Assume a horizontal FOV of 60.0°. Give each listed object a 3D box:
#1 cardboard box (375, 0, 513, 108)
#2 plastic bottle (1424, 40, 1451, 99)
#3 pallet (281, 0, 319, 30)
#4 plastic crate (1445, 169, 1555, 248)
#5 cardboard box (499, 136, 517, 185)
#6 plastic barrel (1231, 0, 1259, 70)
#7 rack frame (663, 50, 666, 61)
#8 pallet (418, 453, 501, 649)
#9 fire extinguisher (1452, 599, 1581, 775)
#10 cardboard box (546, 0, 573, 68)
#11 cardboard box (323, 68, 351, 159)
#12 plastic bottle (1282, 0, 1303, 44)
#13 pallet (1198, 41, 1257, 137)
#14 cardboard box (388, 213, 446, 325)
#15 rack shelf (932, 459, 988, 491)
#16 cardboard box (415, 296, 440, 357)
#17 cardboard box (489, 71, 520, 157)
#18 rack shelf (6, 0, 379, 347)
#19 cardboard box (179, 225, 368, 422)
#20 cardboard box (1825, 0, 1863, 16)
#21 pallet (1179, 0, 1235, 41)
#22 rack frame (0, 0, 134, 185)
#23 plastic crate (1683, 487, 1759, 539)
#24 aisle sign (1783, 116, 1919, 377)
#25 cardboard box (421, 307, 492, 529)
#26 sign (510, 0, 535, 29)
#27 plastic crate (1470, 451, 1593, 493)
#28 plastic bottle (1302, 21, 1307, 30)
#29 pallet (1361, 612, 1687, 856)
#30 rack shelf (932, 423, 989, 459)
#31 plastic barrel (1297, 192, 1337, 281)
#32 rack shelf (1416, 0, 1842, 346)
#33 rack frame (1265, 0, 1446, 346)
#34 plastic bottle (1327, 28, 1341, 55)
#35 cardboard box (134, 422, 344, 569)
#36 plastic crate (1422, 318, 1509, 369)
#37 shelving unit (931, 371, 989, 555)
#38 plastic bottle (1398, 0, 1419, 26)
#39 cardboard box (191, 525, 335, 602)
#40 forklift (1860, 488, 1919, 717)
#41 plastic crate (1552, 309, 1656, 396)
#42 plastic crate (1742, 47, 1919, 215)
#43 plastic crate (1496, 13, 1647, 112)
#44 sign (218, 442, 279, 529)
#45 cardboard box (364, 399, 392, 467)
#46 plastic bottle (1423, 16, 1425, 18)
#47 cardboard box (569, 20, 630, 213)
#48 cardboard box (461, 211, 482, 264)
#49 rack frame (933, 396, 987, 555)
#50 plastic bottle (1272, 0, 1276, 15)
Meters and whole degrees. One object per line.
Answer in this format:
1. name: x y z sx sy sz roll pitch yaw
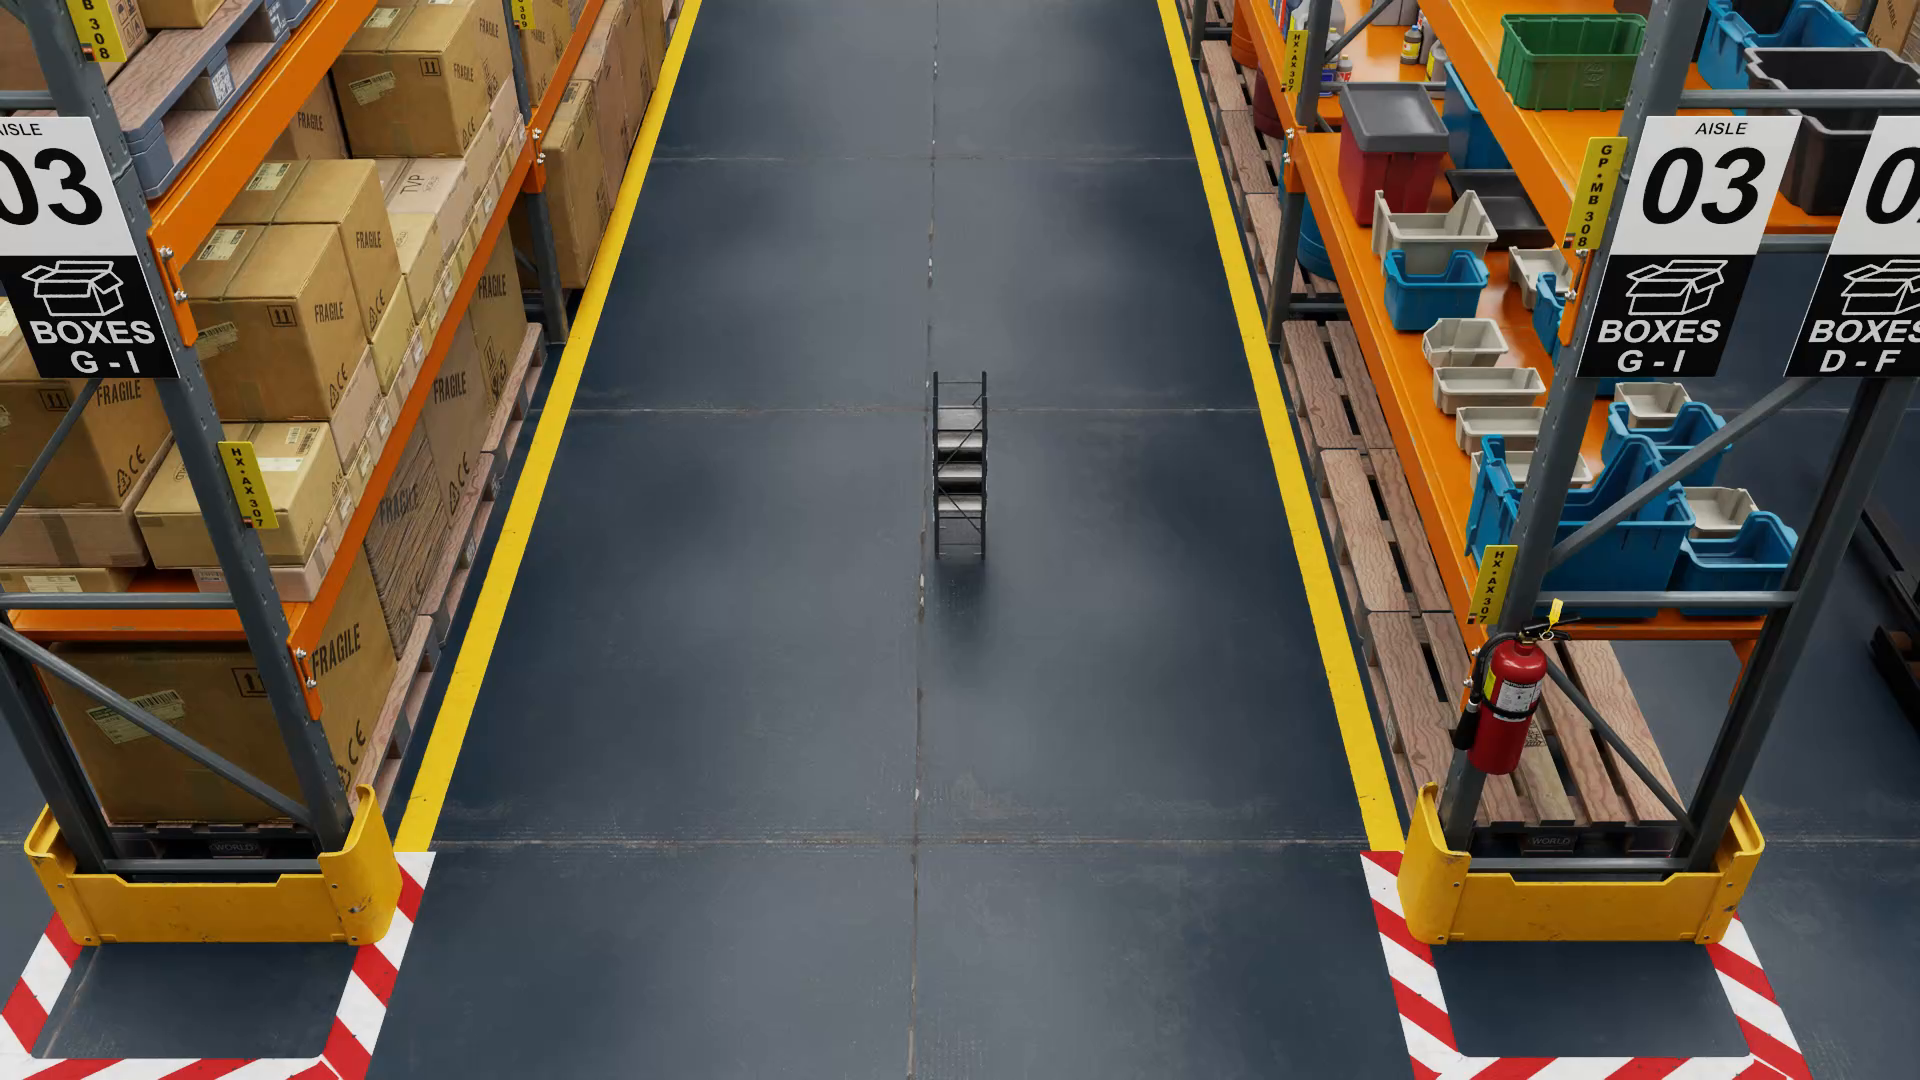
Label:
1. cardboard box: -2.449 -2.362 7.827 0.500 0.500 0.500 1 39 1
2. plastic bottle: 2.559 -2.529 8.793 0.144 0.351 0.185 0 39 0
3. pallet: -2.728 -2.163 5.968 1.003 0.211 1.213 0 39 0
4. plastic crate: 2.506 -1.519 7.665 0.437 0.125 0.590 0 39 0
5. cardboard box: -2.389 -1.850 8.106 0.380 0.149 0.250 1 39 1
6. plastic barrel: 2.249 -3.816 11.758 0.600 0.830 0.708 0 39 0
7. rack frame: -2.722 -4.801 11.588 1.000 3.000 0.127 0 39 0
8. pallet: -2.790 0.029 7.790 1.003 0.211 1.213 0 39 0
9. fire extinguisher: 1.786 0.469 5.372 0.296 0.674 0.183 0 39 0
10. cardboard box: -2.469 -2.941 9.187 0.500 0.500 0.500 0 39 0
11. cardboard box: -2.979 -2.042 7.427 0.500 0.500 0.500 0 39 0
12. plastic bottle: 1.907 -2.974 9.347 0.144 0.351 0.185 0 39 0
13. pallet: 2.274 -3.223 11.849 1.003 0.211 1.213 0 39 0
14. cardboard box: -2.453 -1.122 6.879 0.500 0.250 0.500 -1 39 -1
15. rack shelf: 0.000 -0.320 7.729 0.258 0.077 0.200 0 39 0
16. cardboard box: -2.386 -0.884 6.901 0.380 0.149 0.250 -1 39 -1
17. cardboard box: -2.454 -2.081 8.076 0.500 0.250 0.500 -1 39 -1
18. rack shelf: -2.715 -1.939 6.193 1.077 0.370 4.000 0 39 0
19. cardboard box: -2.444 -0.761 5.829 0.500 0.500 0.500 -1 39 -1
20. cardboard box: 6.940 -4.225 12.733 0.500 0.250 0.500 1 39 1
21. pallet: 2.269 -4.201 13.069 1.003 0.211 1.213 0 39 0
22. rack frame: -2.713 -2.139 3.469 1.000 3.000 0.127 0 39 0
23. plastic crate: 2.652 -0.077 5.856 0.250 0.136 0.298 0 39 0
24. aisle sign: 2.537 -0.771 4.481 0.394 0.787 0.004 0 39 0
25. cardboard box: -2.795 -0.659 7.782 0.875 0.875 0.875 0 39 0
26. sign: -2.162 -2.670 8.173 0.100 0.325 0.005 0 39 0
27. plastic crate: 2.058 -0.232 6.049 0.396 0.136 0.243 0 39 0
28. plastic bottle: 1.866 -2.648 8.995 0.061 0.283 0.133 0 39 0
29. pallet: 2.278 0.771 6.865 1.003 0.211 1.213 0 39 0
30. rack shelf: 0.000 -0.461 7.616 0.258 0.077 0.200 0 39 0
31. plastic barrel: 2.252 -1.988 9.420 0.600 0.901 0.708 0 39 0
32. rack shelf: 2.238 -1.942 6.197 1.077 0.370 4.000 0 39 0
33. rack frame: 2.236 -2.303 8.471 1.000 3.000 0.127 0 39 0
34. plastic bottle: 2.036 -2.712 9.140 0.097 0.201 0.097 0 39 0
35. cardboard box: -2.443 -0.156 5.674 0.500 0.250 0.500 -1 39 -1
36. plastic crate: 2.029 -0.773 6.724 0.298 0.136 0.250 0 39 0
37. shelving unit: 0.000 -0.346 7.708 0.258 0.900 0.210 0 39 0
38. plastic bottle: 2.615 -3.123 9.594 0.152 0.276 0.135 0 39 0
39. cardboard box: -2.383 0.078 5.701 0.380 0.149 0.250 0 39 0
40. forklift: 4.576 -0.423 6.180 1.130 2.935 3.031 1 39 1
41. plastic crate: 2.568 -0.738 6.603 0.416 0.233 0.300 0 39 0
42. plastic crate: 2.519 -1.162 4.753 0.497 0.269 0.590 0 39 0
43. plastic crate: 1.954 -1.506 5.247 0.450 0.188 0.336 0 39 0
44. sign: -2.158 -0.163 5.045 0.100 0.325 0.005 0 39 0
45. cardboard box: -2.387 -0.406 6.304 0.380 0.149 0.250 -1 39 -1
46. plastic bottle: 2.643 -2.878 9.346 0.097 0.201 0.097 0 39 0
47. cardboard box: -2.740 -2.593 10.196 1.225 0.875 0.875 -1 39 -2
48. cardboard box: -2.388 -1.367 7.504 0.380 0.149 0.250 1 39 1
49. rack frame: 0.000 -0.282 7.628 0.240 0.900 0.006 0 39 0
50. plastic bottle: 1.883 -3.172 9.714 0.097 0.201 0.097 0 39 0
